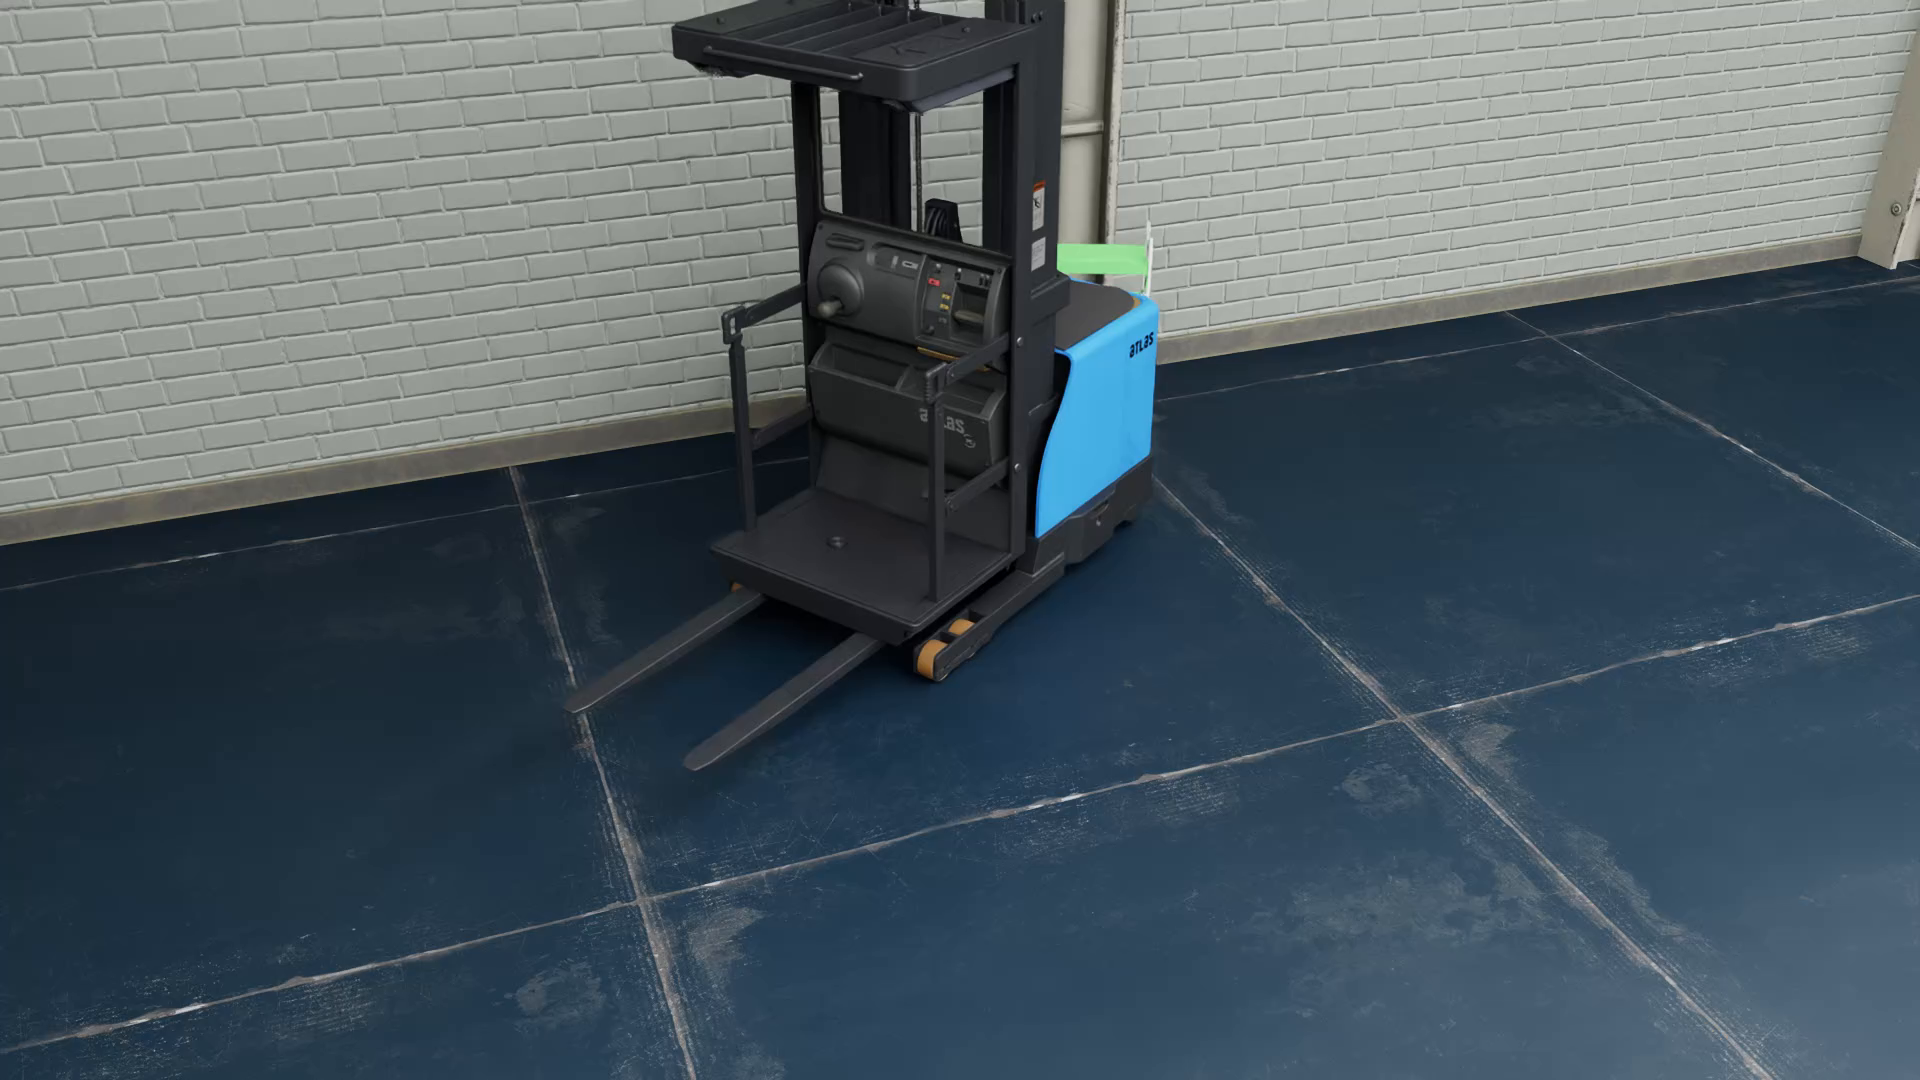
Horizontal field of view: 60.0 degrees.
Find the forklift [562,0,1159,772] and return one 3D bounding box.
[{"bbox_3d":[-0.344,-0.972,6.496,1.130,2.935,3.031,19,35,30],"label":"forklift"}]

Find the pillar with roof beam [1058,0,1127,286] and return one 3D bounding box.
[{"bbox_3d":[2.077,-2.749,3.484,0.400,9.000,9.100,-10,31,-18],"label":"pillar with roof beam"}]

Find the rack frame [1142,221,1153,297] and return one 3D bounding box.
[{"bbox_3d":[0.901,-0.955,8.213,0.015,1.200,0.240,2,29,2],"label":"rack frame"}]

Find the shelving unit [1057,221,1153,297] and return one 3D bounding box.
[{"bbox_3d":[0.657,-0.962,8.220,0.503,1.200,0.258,2,29,2],"label":"shelving unit"}]

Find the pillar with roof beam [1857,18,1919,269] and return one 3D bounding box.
[{"bbox_3d":[7.701,-3.785,5.302,0.400,9.000,9.100,-10,31,-18],"label":"pillar with roof beam"}]

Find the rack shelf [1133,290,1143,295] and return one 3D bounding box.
[{"bbox_3d":[0.658,-1.115,8.133,0.480,0.148,0.258,2,29,2],"label":"rack shelf"}]

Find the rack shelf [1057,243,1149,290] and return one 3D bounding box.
[{"bbox_3d":[0.661,-1.325,8.016,0.480,0.148,0.258,2,29,2],"label":"rack shelf"}]
